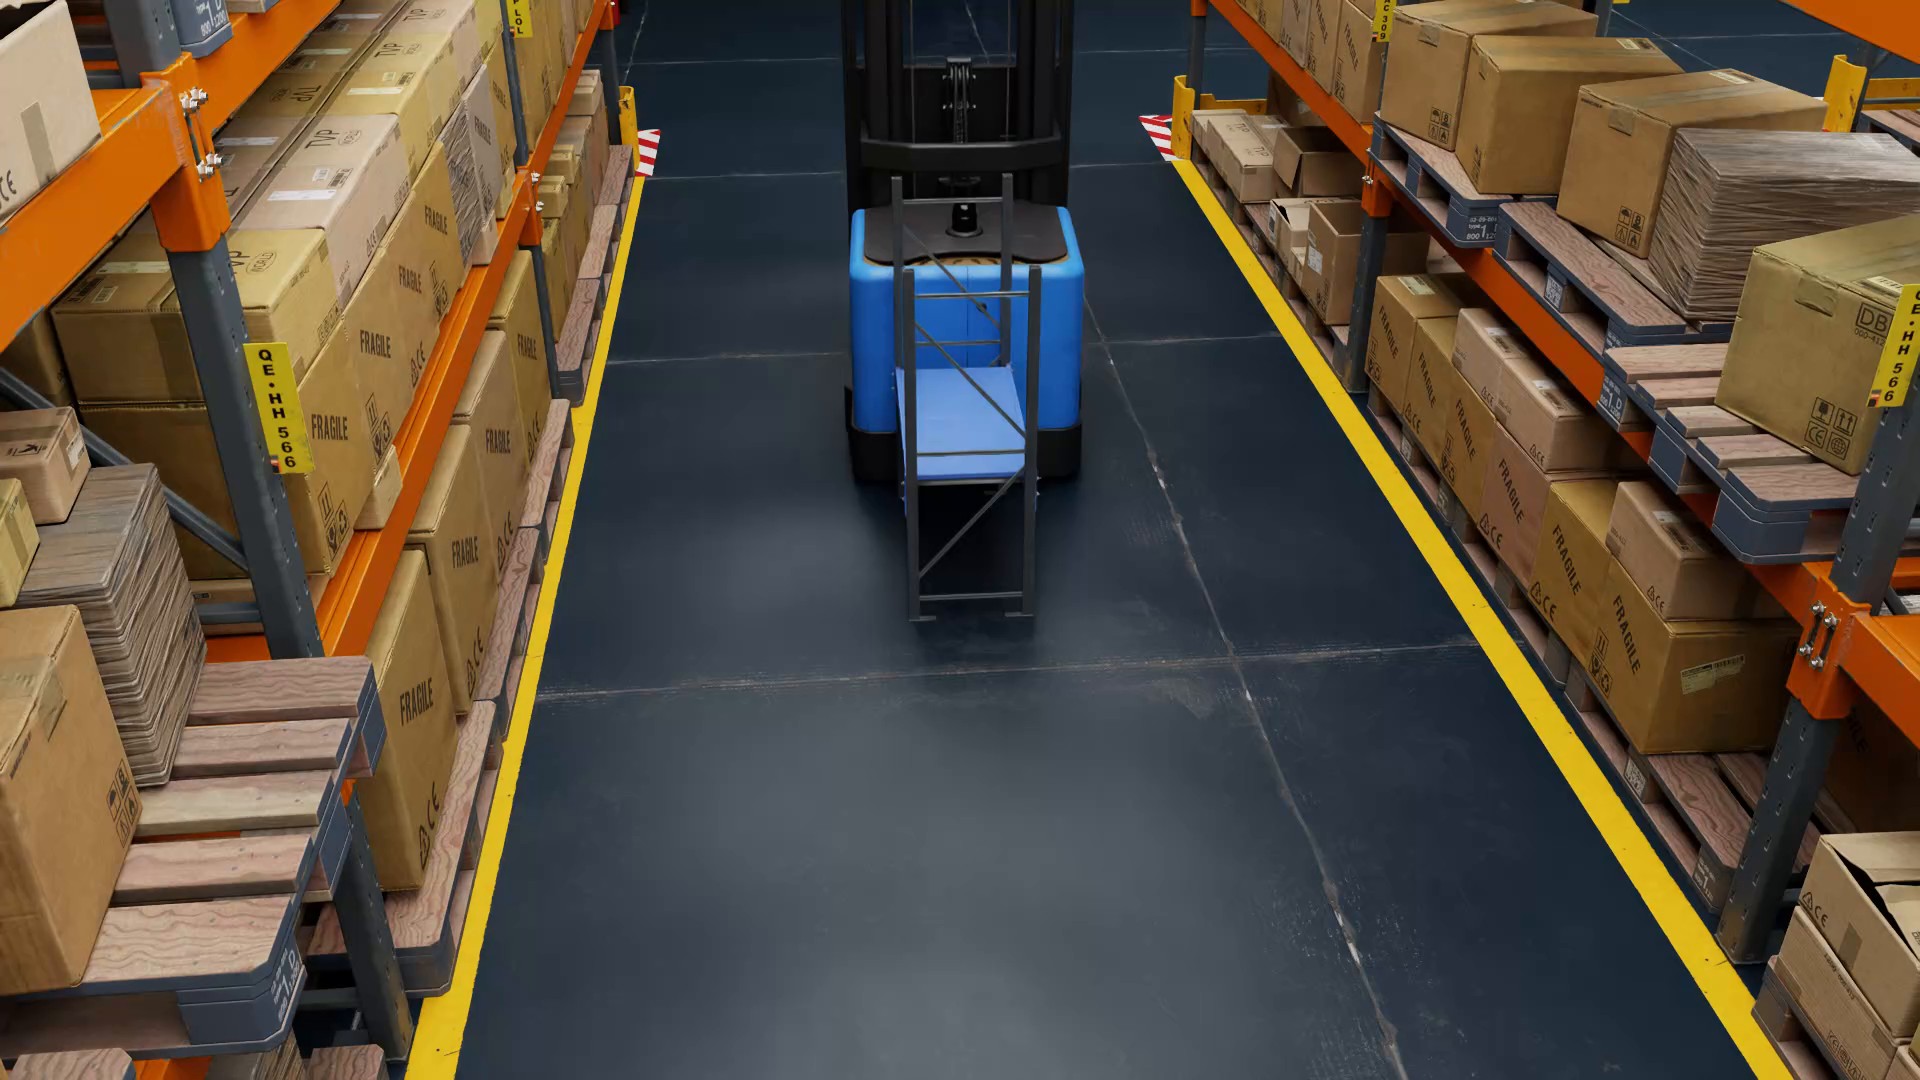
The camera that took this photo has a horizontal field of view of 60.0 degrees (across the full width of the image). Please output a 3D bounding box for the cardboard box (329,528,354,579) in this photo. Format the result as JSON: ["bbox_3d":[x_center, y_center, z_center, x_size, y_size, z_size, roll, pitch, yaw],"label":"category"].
[{"bbox_3d":[-1.899,-0.011,4.568,0.380,0.149,0.250,-2,31,-4],"label":"cardboard box"}]

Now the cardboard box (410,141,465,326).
[{"bbox_3d":[-2.016,-1.028,5.638,0.500,0.500,0.500,-2,31,-3],"label":"cardboard box"}]

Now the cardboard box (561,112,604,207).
[{"bbox_3d":[-2.619,-2.385,10.346,0.700,0.500,0.500,-3,31,-5],"label":"cardboard box"}]

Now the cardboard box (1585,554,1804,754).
[{"bbox_3d":[2.527,0.377,5.702,0.500,0.500,0.500,-2,31,-3],"label":"cardboard box"}]

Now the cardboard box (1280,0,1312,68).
[{"bbox_3d":[2.072,-2.894,9.073,0.500,0.500,0.500,-2,31,-3],"label":"cardboard box"}]

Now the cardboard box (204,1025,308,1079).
[{"bbox_3d":[-1.964,1.448,3.910,0.700,0.500,0.500,-2,31,-4],"label":"cardboard box"}]

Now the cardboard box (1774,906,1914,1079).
[{"bbox_3d":[2.605,1.241,4.519,0.500,0.250,0.500,-3,31,-5],"label":"cardboard box"}]

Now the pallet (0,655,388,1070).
[{"bbox_3d":[-1.911,0.640,3.441,1.213,0.211,1.003,-3,31,-5],"label":"pallet"}]

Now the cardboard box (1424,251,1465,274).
[{"bbox_3d":[2.650,-1.342,8.765,0.500,0.311,0.500,-3,31,-5],"label":"cardboard box"}]

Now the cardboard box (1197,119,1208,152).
[{"bbox_3d":[1.821,-2.740,11.246,0.380,0.166,0.250,-3,31,-5],"label":"cardboard box"}]

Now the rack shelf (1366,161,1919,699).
[{"bbox_3d":[2.661,-0.753,6.287,1.077,0.370,4.000,-3,31,-5],"label":"rack shelf"}]

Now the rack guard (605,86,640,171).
[{"bbox_3d":[-2.833,-2.825,11.492,1.175,0.500,0.348,-3,31,-5],"label":"rack guard"}]

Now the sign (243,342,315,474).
[{"bbox_3d":[-1.544,-0.295,3.768,0.100,0.325,0.005,-3,31,-5],"label":"sign"}]

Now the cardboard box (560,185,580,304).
[{"bbox_3d":[-2.469,-1.594,9.022,0.700,0.500,0.500,-3,31,-5],"label":"cardboard box"}]

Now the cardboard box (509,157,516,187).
[{"bbox_3d":[-2.144,-1.585,7.205,0.380,0.149,0.250,-2,31,-4],"label":"cardboard box"}]

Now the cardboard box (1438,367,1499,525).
[{"bbox_3d":[2.377,-0.413,7.025,0.500,0.500,0.500,-2,31,-4],"label":"cardboard box"}]

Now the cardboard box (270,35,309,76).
[{"bbox_3d":[-2.566,-1.575,5.824,0.500,0.250,0.500,-4,31,-6],"label":"cardboard box"}]

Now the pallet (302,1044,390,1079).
[{"bbox_3d":[-2.012,1.795,4.040,1.003,0.211,1.213,-3,31,-5],"label":"pallet"}]

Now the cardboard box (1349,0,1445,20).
[{"bbox_3d":[2.169,-2.801,7.942,0.500,0.500,0.500,-3,31,-4],"label":"cardboard box"}]

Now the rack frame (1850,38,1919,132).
[{"bbox_3d":[7.033,-4.361,11.625,1.000,3.000,0.127,-3,31,-5],"label":"rack frame"}]

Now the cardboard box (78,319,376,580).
[{"bbox_3d":[-1.874,-0.241,4.321,0.500,0.500,0.500,-2,31,-3],"label":"cardboard box"}]

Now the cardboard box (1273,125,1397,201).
[{"bbox_3d":[2.294,-2.159,9.945,0.797,0.503,0.637,-3,31,-5],"label":"cardboard box"}]

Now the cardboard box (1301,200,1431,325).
[{"bbox_3d":[2.139,-1.476,8.805,0.500,0.500,0.500,-3,31,-5],"label":"cardboard box"}]

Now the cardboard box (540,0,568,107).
[{"bbox_3d":[-2.555,-2.623,8.424,0.980,0.700,0.700,-4,31,-6],"label":"cardboard box"}]

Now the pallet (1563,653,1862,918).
[{"bbox_3d":[2.816,0.773,5.749,1.003,0.211,1.213,-3,31,-5],"label":"pallet"}]

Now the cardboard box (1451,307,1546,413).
[{"bbox_3d":[2.370,-0.752,6.860,0.500,0.250,0.500,-3,31,-4],"label":"cardboard box"}]

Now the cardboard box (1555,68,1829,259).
[{"bbox_3d":[2.701,-1.407,6.174,0.700,0.500,0.500,-11,32,-17],"label":"cardboard box"}]

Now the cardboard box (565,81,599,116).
[{"bbox_3d":[-2.448,-2.732,10.294,0.380,0.149,0.250,-2,31,-3],"label":"cardboard box"}]

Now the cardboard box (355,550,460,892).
[{"bbox_3d":[-2.022,0.559,5.075,0.750,0.750,0.750,-3,31,-5],"label":"cardboard box"}]

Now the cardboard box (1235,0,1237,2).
[{"bbox_3d":[1.933,-3.666,10.365,0.500,0.500,0.500,-3,31,-5],"label":"cardboard box"}]

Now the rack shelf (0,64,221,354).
[{"bbox_3d":[-1.897,0.241,1.698,1.077,0.370,4.000,-3,31,-5],"label":"rack shelf"}]

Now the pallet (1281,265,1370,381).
[{"bbox_3d":[2.411,-1.236,9.114,1.003,0.211,1.213,-3,31,-5],"label":"pallet"}]

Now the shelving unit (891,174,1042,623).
[{"bbox_3d":[0.006,-0.589,6.774,0.538,1.500,1.048,-2,31,-4],"label":"shelving unit"}]

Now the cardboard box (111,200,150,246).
[{"bbox_3d":[-2.429,-0.786,4.503,0.500,0.250,0.500,-4,31,-6],"label":"cardboard box"}]

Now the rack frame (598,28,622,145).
[{"bbox_3d":[-2.831,-3.886,10.831,1.000,3.000,0.127,-3,31,-5],"label":"rack frame"}]

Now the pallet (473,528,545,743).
[{"bbox_3d":[-2.193,0.368,6.428,1.003,0.211,1.213,-3,31,-5],"label":"pallet"}]

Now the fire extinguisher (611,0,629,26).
[{"bbox_3d":[-2.386,-3.792,11.112,0.296,0.674,0.183,-3,31,-5],"label":"fire extinguisher"}]

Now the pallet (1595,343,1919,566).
[{"bbox_3d":[2.715,-0.301,5.016,1.213,0.211,1.003,-3,31,-5],"label":"pallet"}]

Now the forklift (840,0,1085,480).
[{"bbox_3d":[-0.022,-2.255,8.166,1.130,2.935,3.031,-1,31,-2],"label":"forklift"}]

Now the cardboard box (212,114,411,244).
[{"bbox_3d":[-1.971,-1.076,4.988,0.500,0.250,0.500,-3,31,-4],"label":"cardboard box"}]

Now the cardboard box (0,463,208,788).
[{"bbox_3d":[-2.030,0.206,3.453,0.700,0.500,0.500,-6,31,-10],"label":"cardboard box"}]

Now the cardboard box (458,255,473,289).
[{"bbox_3d":[-2.078,-1.063,6.331,0.380,0.149,0.250,-3,31,-5],"label":"cardboard box"}]

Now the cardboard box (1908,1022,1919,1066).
[{"bbox_3d":[2.662,1.268,3.927,0.500,0.311,0.500,-3,31,-6],"label":"cardboard box"}]

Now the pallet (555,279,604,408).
[{"bbox_3d":[-2.450,-1.039,8.783,1.003,0.211,1.213,-3,31,-5],"label":"pallet"}]

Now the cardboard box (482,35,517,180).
[{"bbox_3d":[-2.163,-1.799,6.930,0.500,0.500,0.500,-3,31,-5],"label":"cardboard box"}]

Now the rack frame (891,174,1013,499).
[{"bbox_3d":[-0.031,-0.849,7.209,0.500,1.500,0.032,-2,31,-4],"label":"rack frame"}]

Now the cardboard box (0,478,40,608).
[{"bbox_3d":[-1.977,0.026,3.122,0.380,0.149,0.250,-8,32,-13],"label":"cardboard box"}]

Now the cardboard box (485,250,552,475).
[{"bbox_3d":[-2.267,-0.776,7.310,0.750,0.750,0.750,-2,31,-4],"label":"cardboard box"}]

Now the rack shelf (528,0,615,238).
[{"bbox_3d":[-2.644,-2.556,9.306,1.077,0.370,4.000,-3,31,-5],"label":"rack shelf"}]
